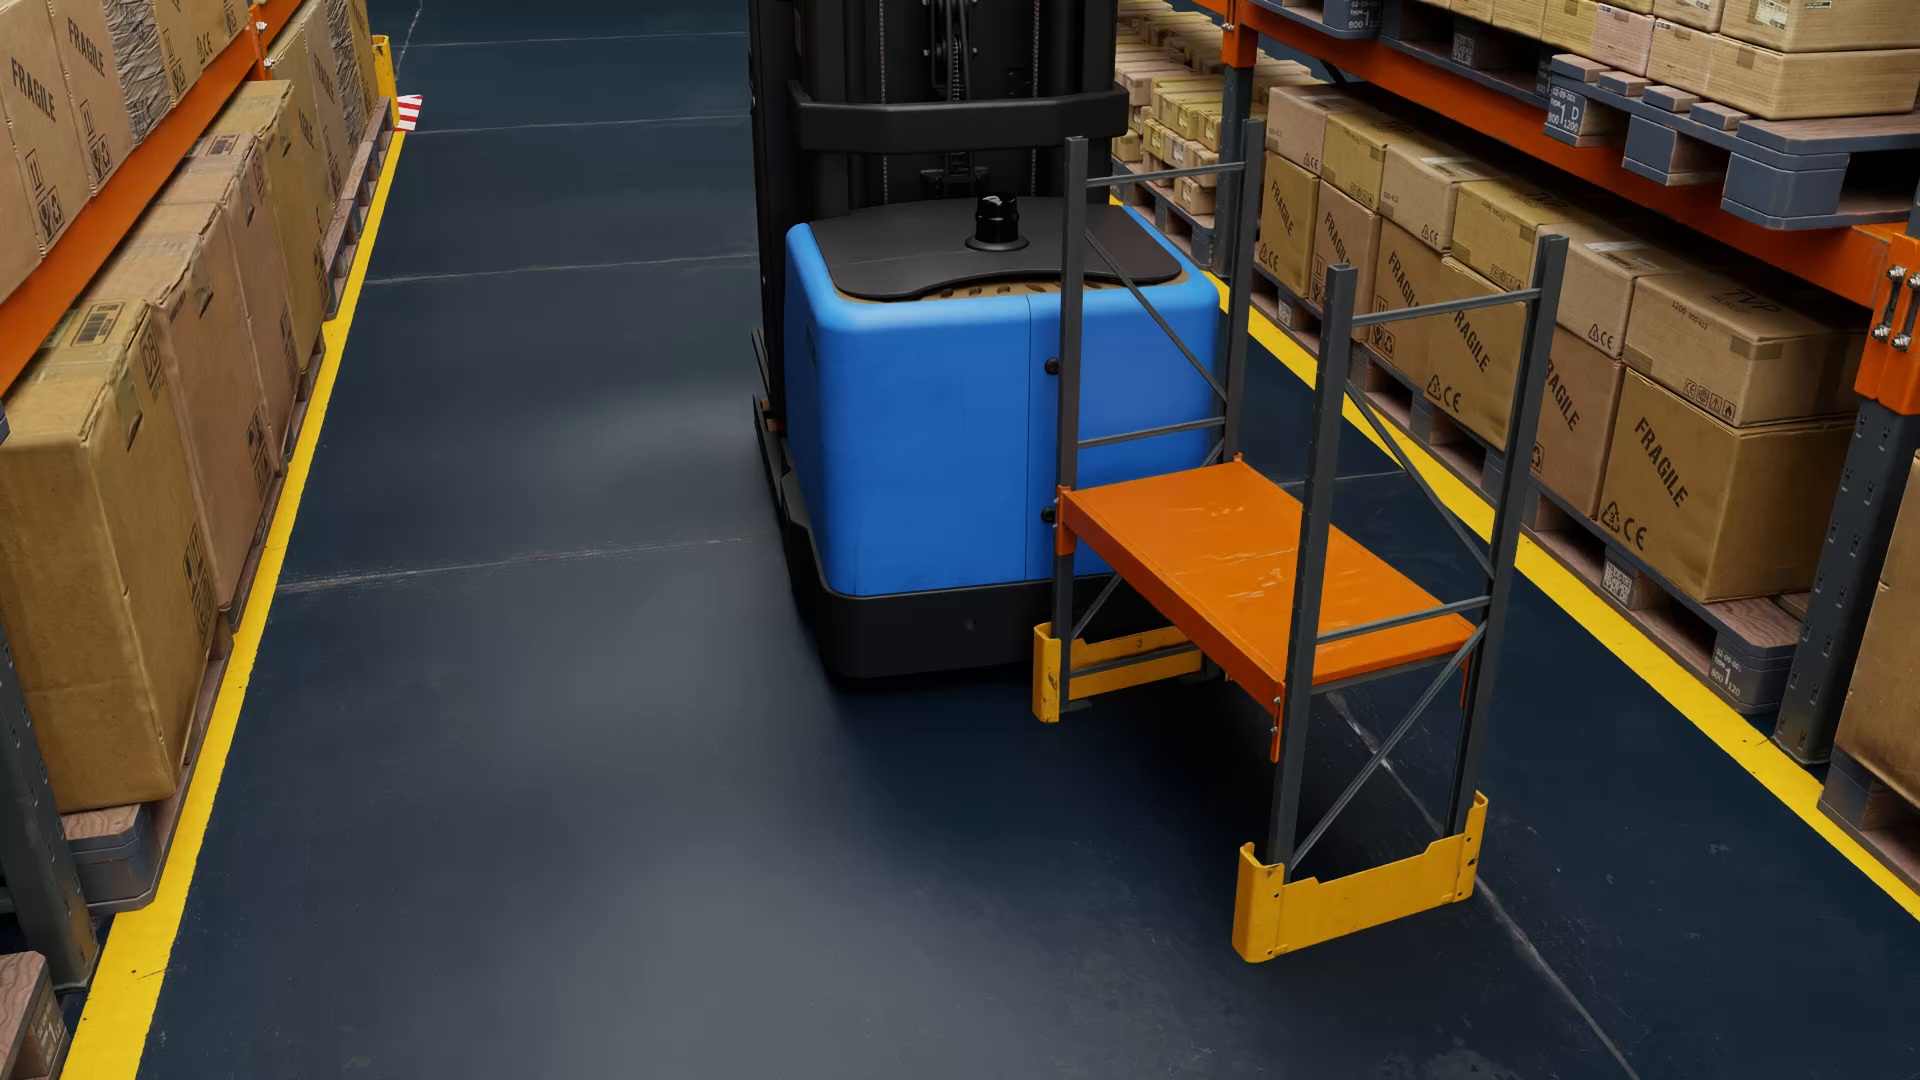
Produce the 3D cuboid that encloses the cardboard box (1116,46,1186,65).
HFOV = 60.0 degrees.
[{"bbox_3d":[1.013,-2.600,9.111,0.380,0.149,0.250,-6,27,-11],"label":"cardboard box"}]

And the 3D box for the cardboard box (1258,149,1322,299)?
[{"bbox_3d":[1.569,-1.325,6.855,0.500,0.500,0.500,-5,27,-10],"label":"cardboard box"}]

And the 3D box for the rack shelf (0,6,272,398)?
[{"bbox_3d":[-2.743,-0.947,4.595,1.077,0.370,4.000,-6,27,-12],"label":"rack shelf"}]

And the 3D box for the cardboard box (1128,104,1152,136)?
[{"bbox_3d":[1.092,-2.222,8.691,0.380,0.149,0.250,-5,27,-10],"label":"cardboard box"}]

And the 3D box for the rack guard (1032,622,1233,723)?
[{"bbox_3d":[0.470,0.298,4.383,0.587,0.250,0.087,-11,29,-20],"label":"rack guard"}]

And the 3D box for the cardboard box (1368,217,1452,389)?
[{"bbox_3d":[1.821,-0.865,5.942,0.500,0.500,0.500,-5,27,-11],"label":"cardboard box"}]

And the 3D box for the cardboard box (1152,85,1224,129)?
[{"bbox_3d":[1.168,-2.132,8.182,0.380,0.149,0.250,-6,27,-12],"label":"cardboard box"}]

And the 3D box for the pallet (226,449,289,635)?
[{"bbox_3d":[-2.668,-0.033,5.081,1.003,0.211,1.213,-6,27,-12],"label":"pallet"}]

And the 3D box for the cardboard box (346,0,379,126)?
[{"bbox_3d":[-3.873,-2.868,9.495,0.875,0.875,0.875,-6,27,-12],"label":"cardboard box"}]

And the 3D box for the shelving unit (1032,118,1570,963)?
[{"bbox_3d":[0.664,-0.054,3.692,0.587,1.500,1.083,-11,29,-20],"label":"shelving unit"}]

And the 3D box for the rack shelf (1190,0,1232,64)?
[{"bbox_3d":[1.210,-3.162,8.984,1.077,0.370,4.000,-6,27,-12],"label":"rack shelf"}]

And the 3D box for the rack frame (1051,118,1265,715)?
[{"bbox_3d":[0.469,-0.261,4.102,0.500,1.500,0.032,-11,29,-20],"label":"rack frame"}]

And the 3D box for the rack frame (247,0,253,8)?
[{"bbox_3d":[-3.194,-2.146,6.172,1.000,3.000,0.127,-6,27,-12],"label":"rack frame"}]

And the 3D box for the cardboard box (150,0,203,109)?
[{"bbox_3d":[-2.593,-1.566,4.913,0.500,0.500,0.500,-6,27,-12],"label":"cardboard box"}]

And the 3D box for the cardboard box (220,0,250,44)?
[{"bbox_3d":[-2.823,-2.013,5.798,0.500,0.500,0.500,-6,27,-11],"label":"cardboard box"}]

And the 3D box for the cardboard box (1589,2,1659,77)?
[{"bbox_3d":[1.891,-1.316,4.342,0.380,0.149,0.250,-5,27,-11],"label":"cardboard box"}]

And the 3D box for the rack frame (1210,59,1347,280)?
[{"bbox_3d":[1.661,-2.605,7.082,1.000,3.000,0.127,-6,27,-12],"label":"rack frame"}]

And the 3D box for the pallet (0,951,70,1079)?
[{"bbox_3d":[-2.118,1.198,2.641,1.003,0.211,1.213,-6,27,-12],"label":"pallet"}]

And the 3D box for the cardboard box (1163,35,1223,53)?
[{"bbox_3d":[1.371,-2.758,9.424,0.380,0.149,0.250,-7,28,-13],"label":"cardboard box"}]

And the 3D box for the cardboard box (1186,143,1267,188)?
[{"bbox_3d":[1.280,-1.759,7.773,0.380,0.149,0.250,-5,27,-11],"label":"cardboard box"}]

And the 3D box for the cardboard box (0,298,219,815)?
[{"bbox_3d":[-2.428,0.066,3.682,1.225,0.875,0.875,-7,28,-14],"label":"cardboard box"}]

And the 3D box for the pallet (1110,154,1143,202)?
[{"bbox_3d":[1.197,-2.188,9.351,1.003,0.211,1.213,-6,27,-12],"label":"pallet"}]

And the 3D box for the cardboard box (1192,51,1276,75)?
[{"bbox_3d":[1.475,-2.534,8.979,0.380,0.149,0.250,-7,28,-14],"label":"cardboard box"}]

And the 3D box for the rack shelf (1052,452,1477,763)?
[{"bbox_3d":[0.667,0.111,3.765,0.538,0.185,1.000,-11,29,-20],"label":"rack shelf"}]

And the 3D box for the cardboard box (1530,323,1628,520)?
[{"bbox_3d":[2.046,-0.411,5.044,0.500,0.500,0.500,-5,27,-10],"label":"cardboard box"}]

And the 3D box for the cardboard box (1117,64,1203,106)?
[{"bbox_3d":[1.035,-2.363,8.641,0.380,0.149,0.250,-7,28,-14],"label":"cardboard box"}]

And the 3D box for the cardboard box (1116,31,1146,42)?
[{"bbox_3d":[0.848,-2.821,9.548,0.380,0.149,0.250,-5,27,-10],"label":"cardboard box"}]

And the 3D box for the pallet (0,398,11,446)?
[{"bbox_3d":[-2.028,-0.002,2.138,1.213,0.211,1.003,-6,27,-12],"label":"pallet"}]

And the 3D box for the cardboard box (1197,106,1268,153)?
[{"bbox_3d":[1.327,-1.915,7.753,0.380,0.149,0.250,-5,27,-10],"label":"cardboard box"}]

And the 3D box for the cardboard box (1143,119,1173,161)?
[{"bbox_3d":[1.130,-1.992,8.235,0.380,0.149,0.250,-7,28,-13],"label":"cardboard box"}]

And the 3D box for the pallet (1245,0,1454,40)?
[{"bbox_3d":[1.692,-2.169,6.431,1.003,0.211,1.213,-6,27,-12],"label":"pallet"}]

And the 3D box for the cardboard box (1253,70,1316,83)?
[{"bbox_3d":[1.595,-2.303,8.521,0.380,0.149,0.250,-7,28,-13],"label":"cardboard box"}]

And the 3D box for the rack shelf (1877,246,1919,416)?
[{"bbox_3d":[3.013,0.350,2.026,1.077,0.370,4.000,-6,27,-12],"label":"rack shelf"}]

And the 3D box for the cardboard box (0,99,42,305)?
[{"bbox_3d":[-2.137,-0.675,3.148,0.500,0.500,0.500,-5,27,-10],"label":"cardboard box"}]

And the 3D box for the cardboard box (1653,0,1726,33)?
[{"bbox_3d":[1.946,-1.345,4.068,0.380,0.149,0.250,-5,27,-10],"label":"cardboard box"}]

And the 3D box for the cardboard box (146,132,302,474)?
[{"bbox_3d":[-2.828,-0.714,5.227,1.225,0.875,0.875,-7,28,-13],"label":"cardboard box"}]

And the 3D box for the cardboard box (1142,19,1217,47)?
[{"bbox_3d":[1.305,-2.998,9.898,0.380,0.149,0.250,-7,28,-14],"label":"cardboard box"}]

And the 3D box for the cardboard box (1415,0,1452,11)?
[{"bbox_3d":[1.655,-1.777,5.255,0.380,0.149,0.250,-7,28,-14],"label":"cardboard box"}]

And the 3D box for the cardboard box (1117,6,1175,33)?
[{"bbox_3d":[1.127,-3.219,10.335,0.380,0.149,0.250,-5,27,-11],"label":"cardboard box"}]

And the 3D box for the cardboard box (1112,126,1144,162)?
[{"bbox_3d":[1.007,-2.112,8.803,0.380,0.149,0.250,-6,27,-12],"label":"cardboard box"}]

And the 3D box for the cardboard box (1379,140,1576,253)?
[{"bbox_3d":[1.803,-1.202,5.779,0.500,0.250,0.500,-5,27,-10],"label":"cardboard box"}]

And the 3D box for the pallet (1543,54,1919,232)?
[{"bbox_3d":[2.298,-1.065,4.245,1.213,0.211,1.003,-6,27,-12],"label":"pallet"}]

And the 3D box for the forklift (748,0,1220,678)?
[{"bbox_3d":[-0.124,-1.587,5.141,1.130,2.935,3.031,-5,27,-10],"label":"forklift"}]

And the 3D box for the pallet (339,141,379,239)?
[{"bbox_3d":[-3.568,-1.779,8.541,1.003,0.211,1.213,-6,27,-12],"label":"pallet"}]

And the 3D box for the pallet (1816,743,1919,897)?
[{"bbox_3d":[2.667,0.750,3.531,1.003,0.211,1.213,-6,27,-12],"label":"pallet"}]

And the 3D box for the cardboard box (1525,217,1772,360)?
[{"bbox_3d":[2.029,-0.750,4.882,0.500,0.250,0.500,-6,27,-11],"label":"cardboard box"}]

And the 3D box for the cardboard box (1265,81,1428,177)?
[{"bbox_3d":[1.570,-1.660,6.686,0.500,0.250,0.500,-7,28,-14],"label":"cardboard box"}]

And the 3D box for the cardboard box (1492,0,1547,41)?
[{"bbox_3d":[1.776,-1.544,4.793,0.380,0.149,0.250,-7,28,-14],"label":"cardboard box"}]

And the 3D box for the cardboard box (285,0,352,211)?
[{"bbox_3d":[-3.468,-2.078,7.929,0.875,0.875,0.875,-6,27,-12],"label":"cardboard box"}]

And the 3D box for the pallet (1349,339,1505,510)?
[{"bbox_3d":[2.116,-0.482,5.970,1.003,0.211,1.213,-6,27,-12],"label":"pallet"}]

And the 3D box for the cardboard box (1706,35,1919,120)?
[{"bbox_3d":[2.004,-1.094,3.902,0.380,0.149,0.250,-5,27,-11],"label":"cardboard box"}]

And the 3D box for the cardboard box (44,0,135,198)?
[{"bbox_3d":[-2.374,-1.126,4.041,0.500,0.500,0.500,-6,27,-13],"label":"cardboard box"}]

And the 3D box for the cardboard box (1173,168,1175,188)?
[{"bbox_3d":[1.264,-1.780,8.145,0.380,0.149,0.250,-5,27,-10],"label":"cardboard box"}]
